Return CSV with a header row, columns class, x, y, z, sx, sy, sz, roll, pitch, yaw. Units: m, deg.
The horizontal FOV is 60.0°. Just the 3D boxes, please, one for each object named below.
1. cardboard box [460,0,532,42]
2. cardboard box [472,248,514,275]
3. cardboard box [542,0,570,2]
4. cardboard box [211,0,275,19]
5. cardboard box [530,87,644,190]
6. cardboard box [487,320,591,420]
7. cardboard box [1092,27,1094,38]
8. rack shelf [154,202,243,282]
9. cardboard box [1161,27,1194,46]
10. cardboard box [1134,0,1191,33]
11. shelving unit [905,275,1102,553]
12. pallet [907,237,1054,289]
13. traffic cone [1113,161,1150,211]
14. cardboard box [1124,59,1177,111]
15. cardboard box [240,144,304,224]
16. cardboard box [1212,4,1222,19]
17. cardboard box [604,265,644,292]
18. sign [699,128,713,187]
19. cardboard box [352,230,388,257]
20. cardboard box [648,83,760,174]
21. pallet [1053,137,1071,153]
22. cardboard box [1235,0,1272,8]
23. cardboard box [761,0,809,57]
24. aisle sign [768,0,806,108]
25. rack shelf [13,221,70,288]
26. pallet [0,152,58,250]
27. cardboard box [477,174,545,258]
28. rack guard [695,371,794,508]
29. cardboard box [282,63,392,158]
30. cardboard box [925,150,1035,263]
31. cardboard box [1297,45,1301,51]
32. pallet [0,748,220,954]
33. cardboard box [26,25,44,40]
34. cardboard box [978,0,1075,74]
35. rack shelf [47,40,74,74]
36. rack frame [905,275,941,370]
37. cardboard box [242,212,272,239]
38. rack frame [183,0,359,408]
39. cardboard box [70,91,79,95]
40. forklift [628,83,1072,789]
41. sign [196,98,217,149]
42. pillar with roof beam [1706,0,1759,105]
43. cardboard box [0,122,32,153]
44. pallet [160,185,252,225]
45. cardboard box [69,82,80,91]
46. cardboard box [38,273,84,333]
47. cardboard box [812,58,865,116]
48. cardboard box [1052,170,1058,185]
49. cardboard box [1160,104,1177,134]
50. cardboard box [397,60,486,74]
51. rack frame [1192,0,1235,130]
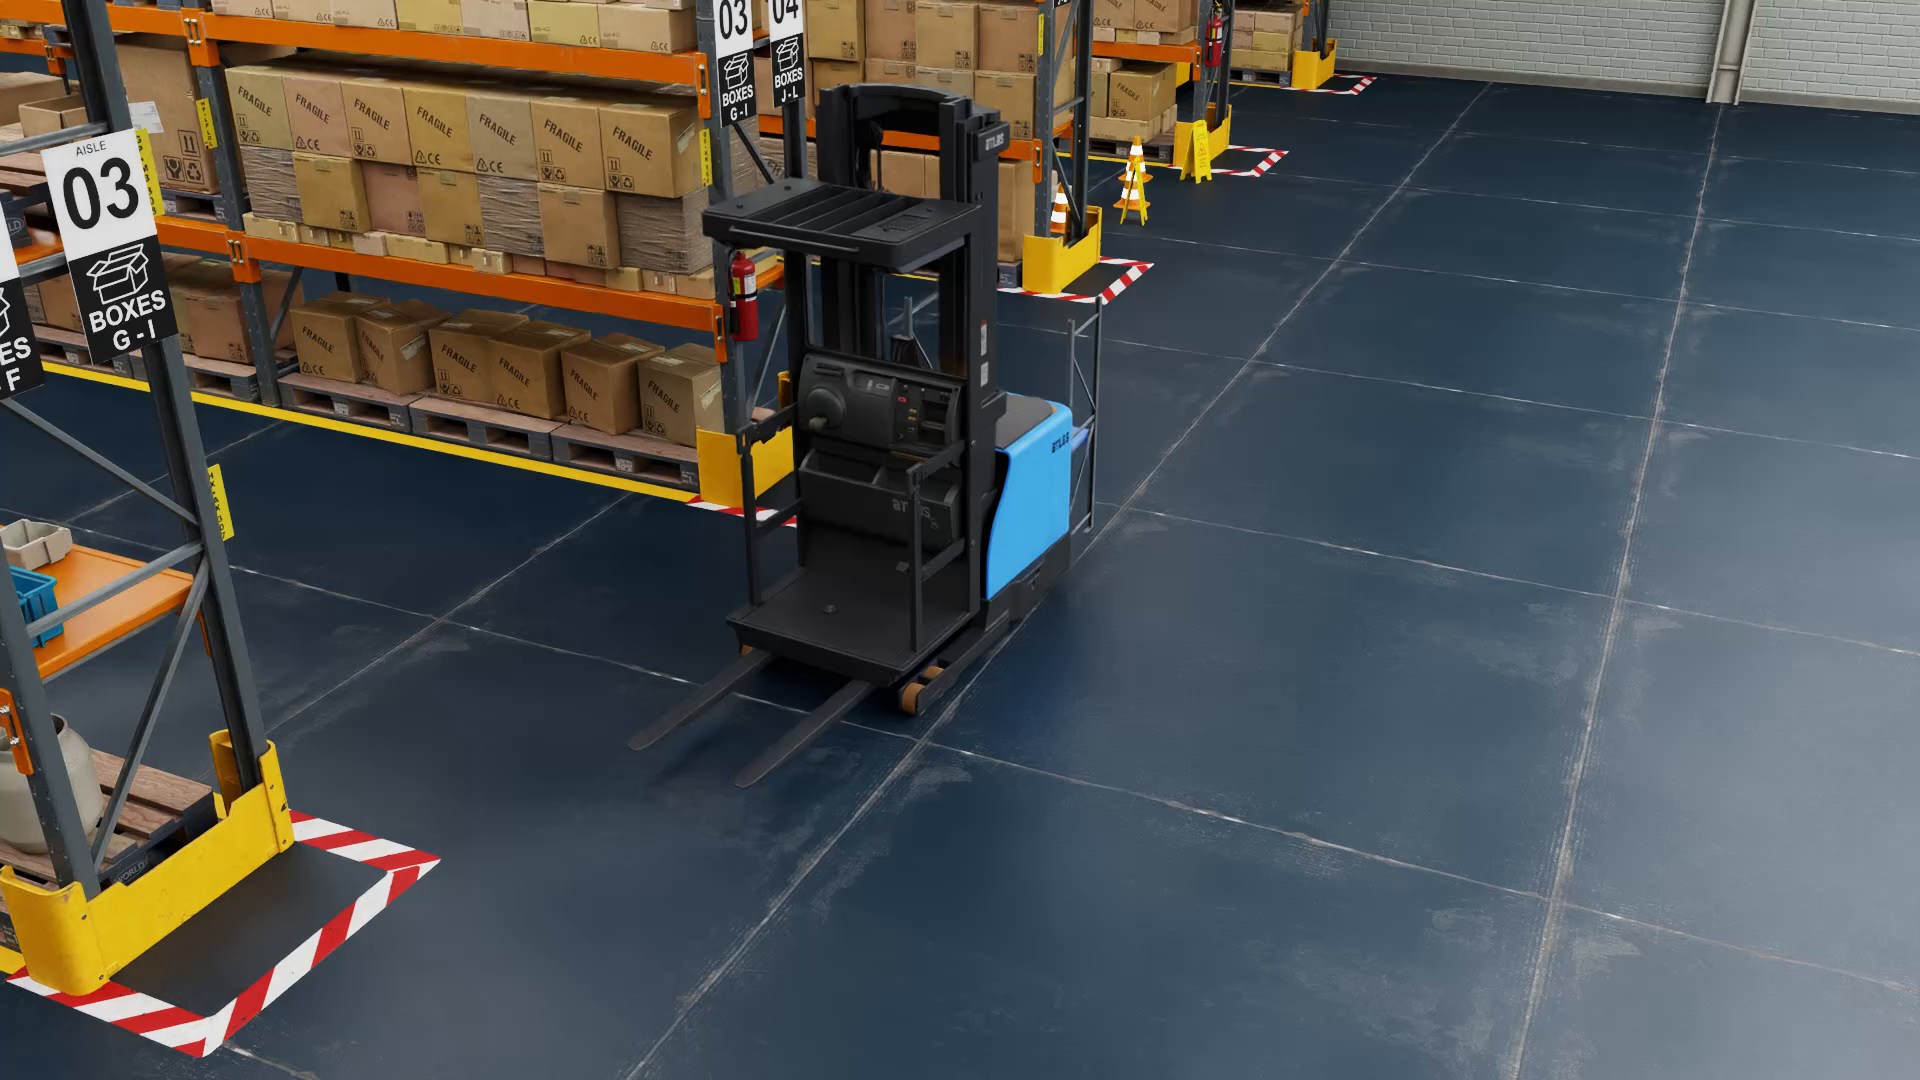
class,x,y,z,sx,sy,sz,roll,pitch,yaw
cardboard box,-2.700,-3.245,10.218,0.500,0.250,0.500,12,29,23
cardboard box,-2.991,-1.881,10.960,0.250,0.149,0.380,11,28,22
cardboard box,-2.340,-3.313,9.905,0.250,0.149,0.380,12,28,22
cardboard box,-4.575,-3.617,10.975,0.500,0.250,0.500,10,28,20
cardboard box,-2.298,-2.510,10.370,0.500,0.500,0.500,11,28,22
cardboard box,-2.919,-1.198,11.643,0.500,0.500,0.500,14,30,27
cardboard box,1.513,-5.843,19.006,0.250,0.149,0.380,12,29,23
rack shelf,-6.699,-2.567,12.883,4.000,0.370,1.077,11,28,22
cardboard box,2.436,-5.647,18.609,0.250,0.149,0.380,12,29,24
cardboard box,2.257,-5.944,18.478,0.500,0.500,0.500,11,28,21
shelving unit,0.256,-0.750,10.076,1.048,1.500,0.538,11,28,22
pallet,0.148,-2.632,15.358,1.213,0.211,1.003,11,28,22
traffic cone,1.789,-3.691,17.223,0.334,0.463,0.336,11,28,22
cardboard box,2.223,-5.332,19.472,0.500,0.500,0.500,10,28,20
cardboard box,-4.494,-2.595,11.676,0.500,0.500,0.875,11,28,22
cardboard box,3.437,-7.316,23.218,0.500,0.250,0.500,12,29,22
cardboard box,-2.058,-1.720,10.633,0.250,0.149,0.380,11,28,22
sign,-1.485,-2.235,9.724,0.005,0.325,0.100,11,28,22
cardboard box,-3.904,-2.062,11.326,0.250,0.149,0.380,11,28,22
cardboard box,-1.625,-2.630,10.614,0.500,0.500,0.500,11,28,22
pallet,0.964,-4.927,20.018,1.213,0.211,1.003,11,28,22
cardboard box,4.101,-7.431,23.454,0.500,0.250,0.500,11,28,22
cardboard box,-1.428,-4.763,15.136,0.550,0.550,0.875,11,28,22
aisle sign,-1.057,-3.069,10.143,0.004,0.787,0.394,11,28,22
rack shelf,-5.108,-1.190,6.690,4.000,0.370,1.077,11,28,22
pallet,-4.000,-1.253,6.217,1.213,0.211,1.003,11,28,22
cardboard box,-2.669,-2.235,10.943,0.500,0.500,0.875,11,28,22
rack guard,-1.306,-0.685,11.076,0.348,0.500,1.175,11,28,22
cardboard box,-4.118,-2.876,11.113,0.500,0.500,0.500,11,28,22
cardboard box,0.263,-3.101,15.083,0.875,0.875,0.875,12,28,22
cardboard box,4.550,-6.897,23.501,0.500,0.250,0.500,11,28,22
pallet,-4.113,1.304,7.362,1.213,0.211,1.003,11,28,22
cardboard box,-10.373,-5.808,18.936,0.250,0.149,0.380,11,28,21
cardboard box,0.586,-4.404,14.407,0.550,0.550,0.875,11,28,22
rack shelf,-8.195,-5.274,18.382,4.000,0.370,1.077,11,28,22
rack frame,-0.208,-0.842,10.263,0.032,1.500,0.500,11,28,22
cardboard box,-4.807,-2.251,11.711,0.250,0.149,0.380,11,28,22
rack frame,-4.879,-2.524,11.981,0.127,3.000,1.000,11,28,22
cardboard box,-10.447,-5.100,19.290,0.250,0.149,0.380,12,29,23
forklift,-0.518,-0.653,8.258,1.130,2.935,3.031,14,30,26
sign,-5.105,-2.820,11.271,0.005,0.325,0.100,11,28,22
pillar with roof beam,8.335,-8.127,16.570,0.400,9.000,9.100,11,28,22
cardboard box,-7.089,-2.978,12.597,0.500,0.250,0.500,11,28,20
pallet,-5.514,-2.636,12.426,1.213,0.211,1.003,11,28,22
cardboard box,-10.470,-5.360,19.819,0.250,0.149,0.380,13,29,24
cardboard box,-6.872,-2.020,13.289,0.500,0.500,0.700,14,29,26
cardboard box,-0.916,-4.211,15.237,0.500,0.550,0.875,11,28,22
cardboard box,0.836,-3.926,18.056,0.380,0.149,0.250,-18,31,-31
cardboard box,2.245,-4.991,19.629,0.500,0.250,0.500,11,28,21
cardboard box,-3.445,-2.997,11.359,0.500,0.500,0.500,11,28,22
rack frame,2.865,-5.778,18.589,0.127,3.000,1.000,11,28,22
